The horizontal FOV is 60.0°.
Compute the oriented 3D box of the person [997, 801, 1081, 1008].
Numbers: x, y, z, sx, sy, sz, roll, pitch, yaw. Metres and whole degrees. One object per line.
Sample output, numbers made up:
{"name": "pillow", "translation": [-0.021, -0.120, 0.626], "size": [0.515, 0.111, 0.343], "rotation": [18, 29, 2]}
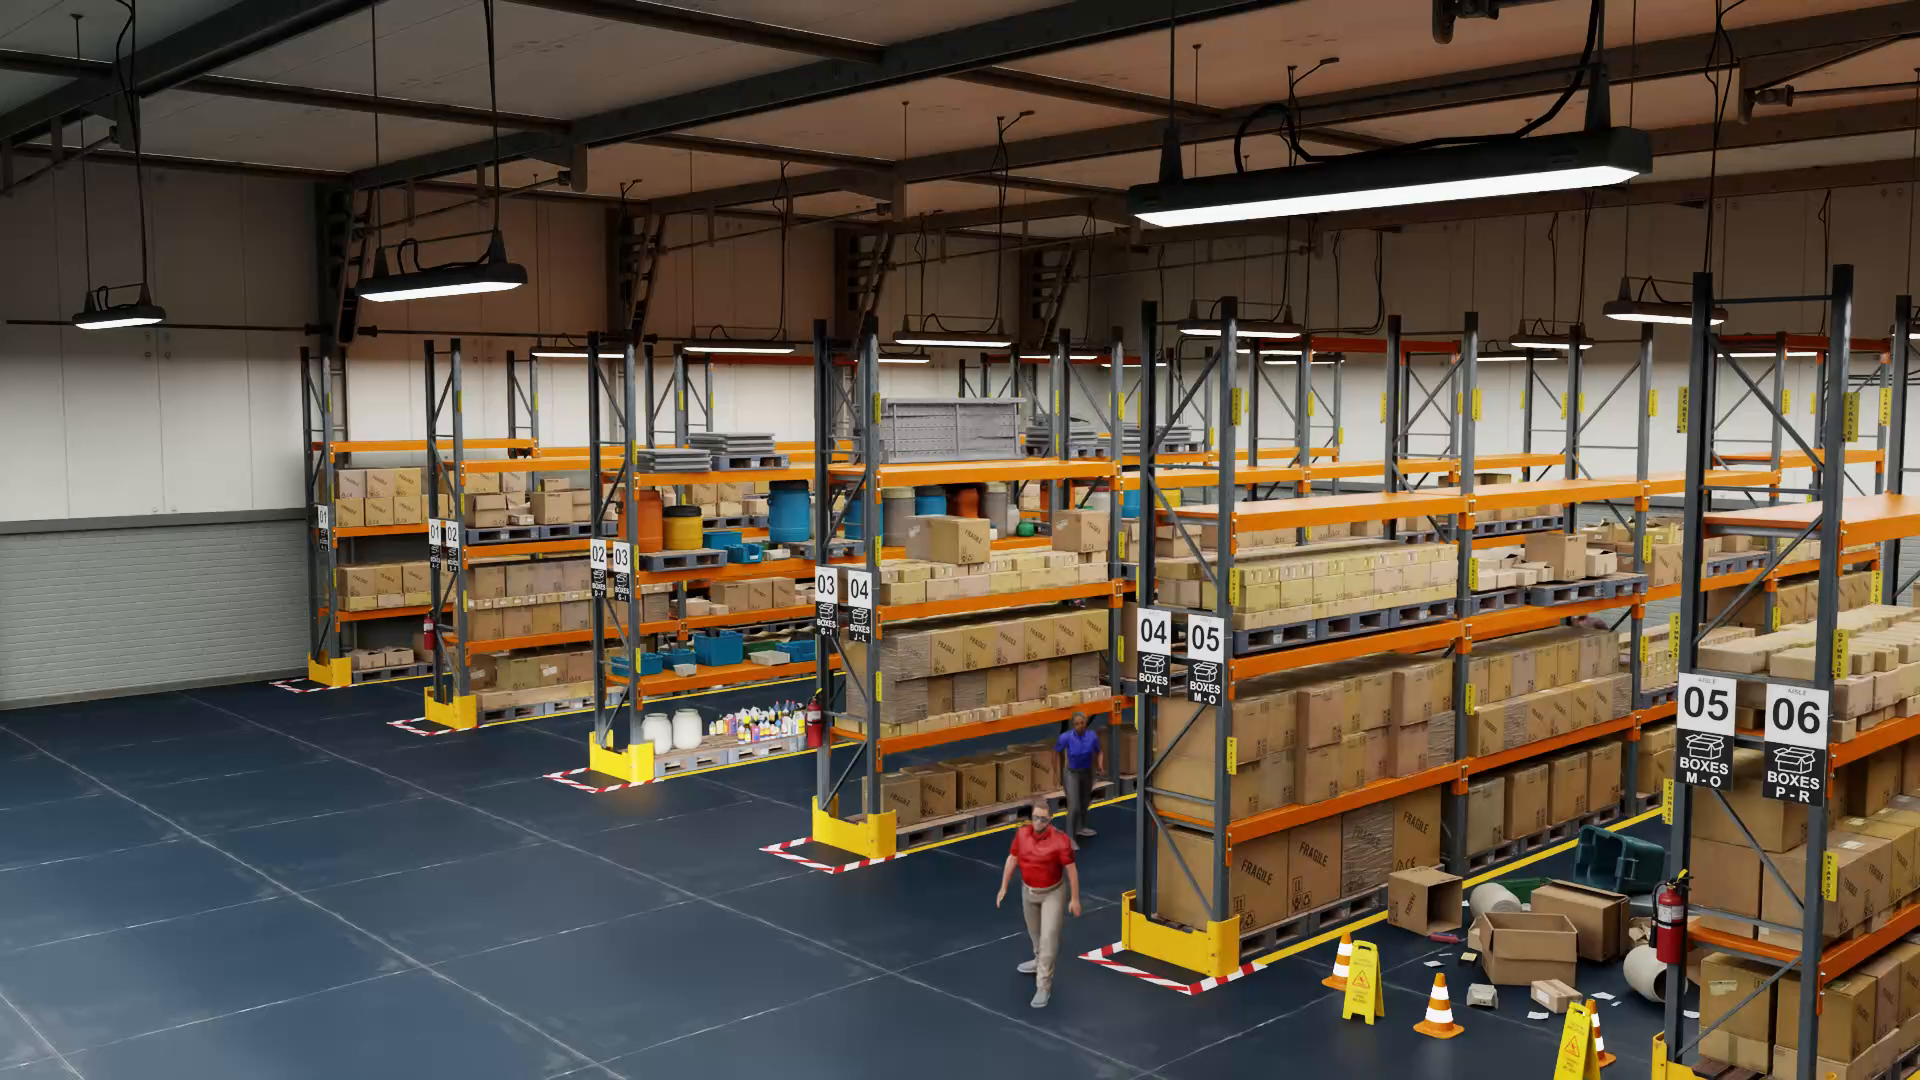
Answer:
{"name": "person", "translation": [0.702, 3.064, 14.389], "size": [0.710, 1.685, 0.902], "rotation": [3, 6, 31]}

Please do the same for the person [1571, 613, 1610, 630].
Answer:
{"name": "person", "translation": [10.157, 1.905, 27.080], "size": [0.686, 1.780, 0.845], "rotation": [5, 7, 42]}

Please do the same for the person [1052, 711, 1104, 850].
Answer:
{"name": "person", "translation": [1.383, 2.717, 19.018], "size": [0.659, 1.582, 0.822], "rotation": [-2, 6, -24]}
